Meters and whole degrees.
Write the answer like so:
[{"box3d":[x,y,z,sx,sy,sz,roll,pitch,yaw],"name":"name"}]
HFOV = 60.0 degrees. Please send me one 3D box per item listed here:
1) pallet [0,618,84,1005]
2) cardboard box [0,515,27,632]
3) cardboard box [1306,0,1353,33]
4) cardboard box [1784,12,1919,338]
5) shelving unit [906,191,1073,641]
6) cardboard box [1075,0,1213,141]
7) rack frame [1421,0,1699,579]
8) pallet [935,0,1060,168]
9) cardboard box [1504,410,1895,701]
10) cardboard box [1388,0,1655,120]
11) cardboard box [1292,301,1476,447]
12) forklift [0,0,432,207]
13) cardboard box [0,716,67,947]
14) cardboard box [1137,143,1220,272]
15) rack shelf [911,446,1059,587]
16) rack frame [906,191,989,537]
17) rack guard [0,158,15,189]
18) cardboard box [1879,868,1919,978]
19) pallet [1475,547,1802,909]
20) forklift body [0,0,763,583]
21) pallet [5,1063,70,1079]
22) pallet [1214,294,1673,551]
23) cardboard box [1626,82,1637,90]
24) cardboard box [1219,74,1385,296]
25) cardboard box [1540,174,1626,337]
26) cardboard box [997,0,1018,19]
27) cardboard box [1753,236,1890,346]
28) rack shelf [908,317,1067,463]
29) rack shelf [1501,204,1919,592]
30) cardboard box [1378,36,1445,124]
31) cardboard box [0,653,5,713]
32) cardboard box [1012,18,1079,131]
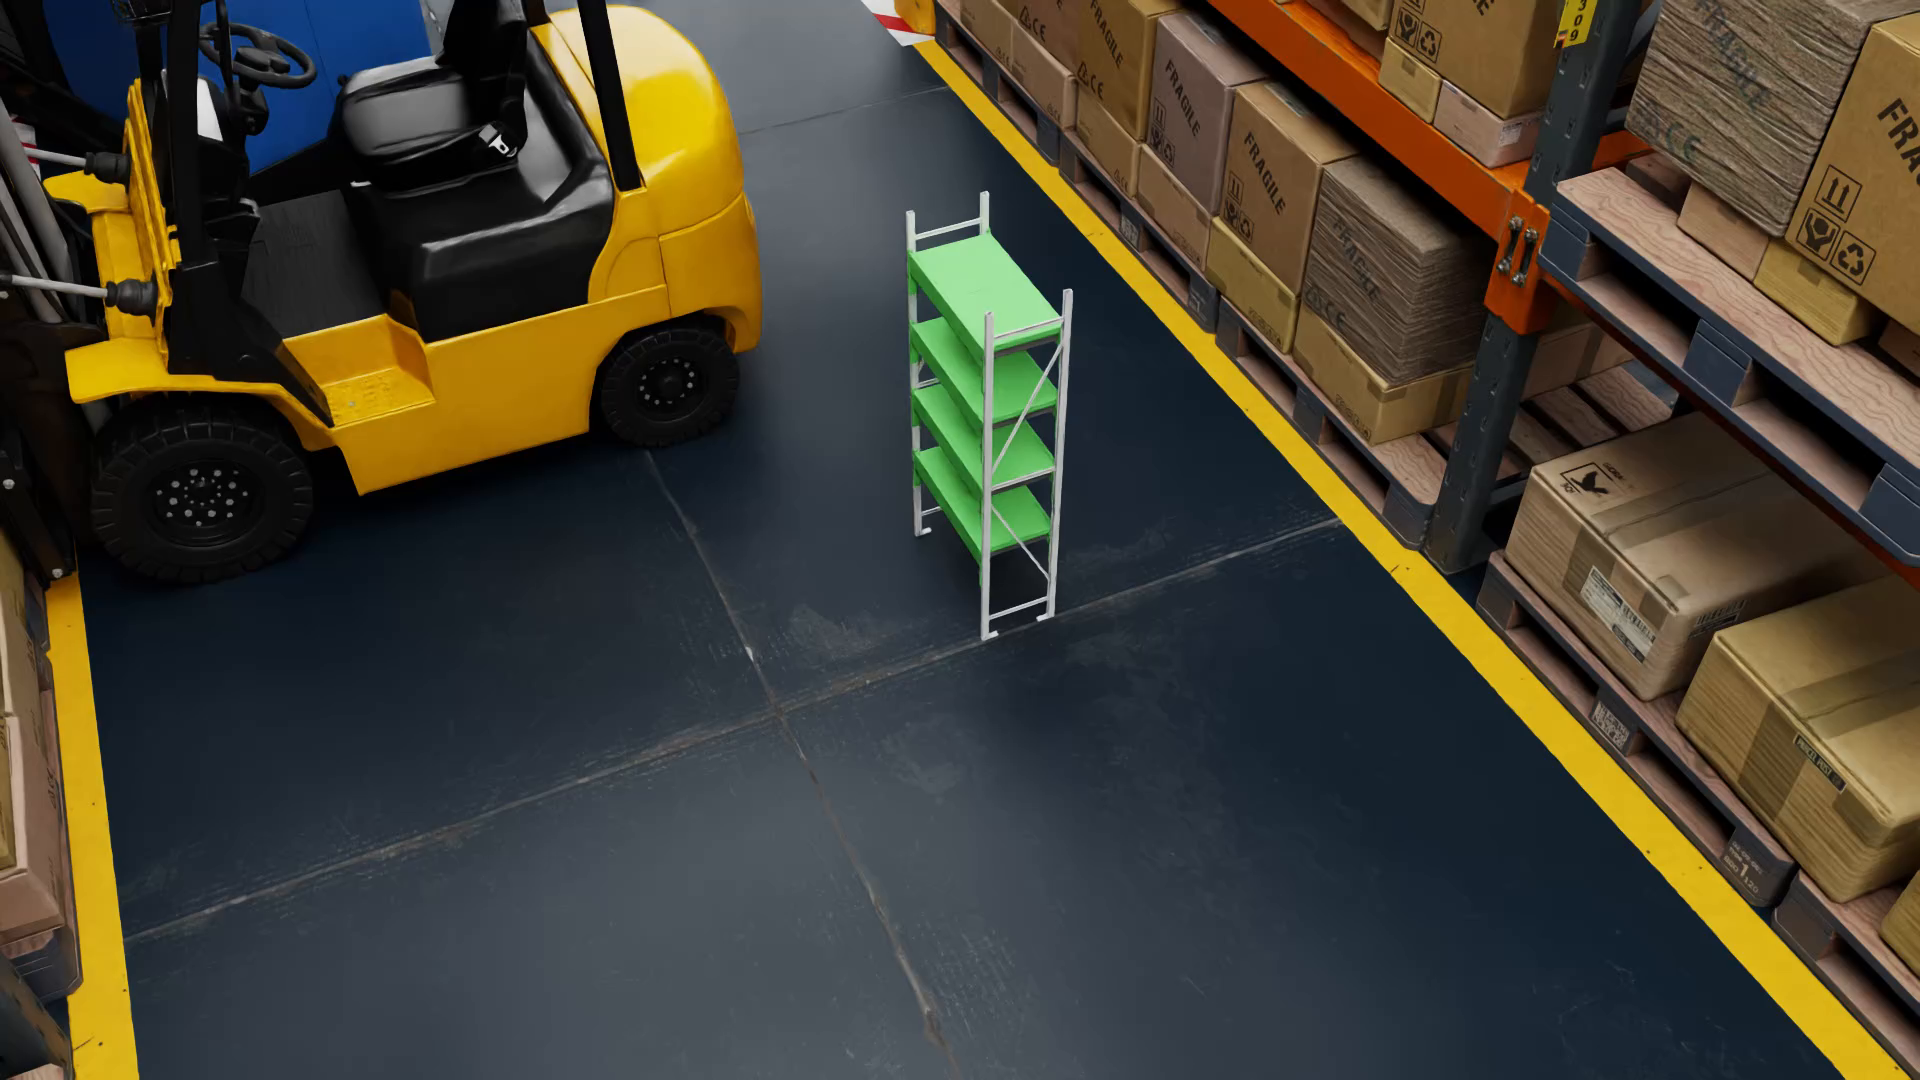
[{"box3d":[-2.874,0.805,4.284,1.003,0.211,1.213,-18,47,-17],"name":"pallet"},{"box3d":[-2.938,0.113,4.658,0.500,0.250,0.500,-17,47,-17],"name":"cardboard box"},{"box3d":[1.271,-1.671,4.986,0.380,0.149,0.250,-19,48,-18],"name":"cardboard box"},{"box3d":[2.073,-0.725,3.267,0.500,0.500,0.500,-18,47,-17],"name":"cardboard box"},{"box3d":[0.070,-0.322,4.722,0.258,1.200,0.503,-18,47,-17],"name":"shelving unit"},{"box3d":[0.769,-1.859,6.123,0.500,0.500,0.500,-17,47,-17],"name":"cardboard box"},{"box3d":[1.925,-1.136,4.266,1.000,3.000,0.127,-18,47,-17],"name":"rack frame"},{"box3d":[0.584,-2.116,7.245,1.003,0.211,1.213,-18,47,-17],"name":"pallet"},{"box3d":[2.148,-0.017,4.704,0.950,0.372,0.625,-17,47,-17],"name":"cardboard box"},{"box3d":[1.512,-1.488,4.339,0.500,0.500,0.500,-19,48,-18],"name":"cardboard box"},{"box3d":[1.432,-0.605,5.386,0.500,0.250,0.500,-16,47,-16],"name":"cardboard box"},{"box3d":[-3.547,-3.067,6.271,3.031,2.935,1.130,30,52,27],"name":"forklift"},{"box3d":[-2.480,0.755,4.008,0.500,0.250,0.500,-18,47,-17],"name":"cardboard box"},{"box3d":[0.990,-1.266,6.056,0.500,0.250,0.500,-17,47,-17],"name":"cardboard box"},{"box3d":[0.070,-0.105,4.935,0.258,0.148,0.480,-18,47,-17],"name":"rack shelf"},{"box3d":[-0.033,-0.477,4.879,0.240,1.200,0.015,-18,47,-17],"name":"rack frame"},{"box3d":[-4.269,-1.343,6.255,1.175,0.500,0.348,-18,47,-17],"name":"rack guard"},{"box3d":[2.747,0.883,3.792,0.950,0.372,0.625,-17,47,-16],"name":"cardboard box"},{"box3d":[2.253,0.352,4.743,1.003,0.211,1.213,-18,47,-17],"name":"pallet"},{"box3d":[-1.807,-1.245,4.981,2.313,2.155,1.214,-18,47,-17],"name":"forklift body"},{"box3d":[-2.232,1.782,3.293,1.003,0.211,1.213,-18,47,-17],"name":"pallet"},{"box3d":[1.610,-0.561,5.669,1.003,0.211,1.213,-18,47,-17],"name":"pallet"},{"box3d":[2.083,-1.343,4.654,0.380,0.149,0.250,-18,47,-18],"name":"cardboard box"},{"box3d":[1.217,-1.196,5.451,0.500,0.500,0.500,-17,47,-17],"name":"cardboard box"},{"box3d":[1.922,-1.030,5.283,0.500,0.500,0.500,-16,47,-16],"name":"cardboard box"},{"box3d":[0.342,-2.512,6.785,0.500,0.500,0.500,-20,48,-19],"name":"cardboard box"},{"box3d":[1.967,-0.589,3.591,0.380,0.149,0.250,-17,47,-17],"name":"cardboard box"},{"box3d":[0.070,-0.447,4.598,0.258,0.148,0.480,-18,47,-17],"name":"rack shelf"},{"box3d":[2.766,0.394,3.227,1.077,0.370,4.000,-18,47,-17],"name":"rack shelf"},{"box3d":[1.402,-1.319,4.630,0.380,0.149,0.250,-17,47,-17],"name":"cardboard box"},{"box3d":[-2.714,0.263,4.150,0.500,0.250,0.500,-18,47,-18],"name":"cardboard box"},{"box3d":[0.539,-1.933,6.732,0.500,0.250,0.500,-16,47,-16],"name":"cardboard box"}]
